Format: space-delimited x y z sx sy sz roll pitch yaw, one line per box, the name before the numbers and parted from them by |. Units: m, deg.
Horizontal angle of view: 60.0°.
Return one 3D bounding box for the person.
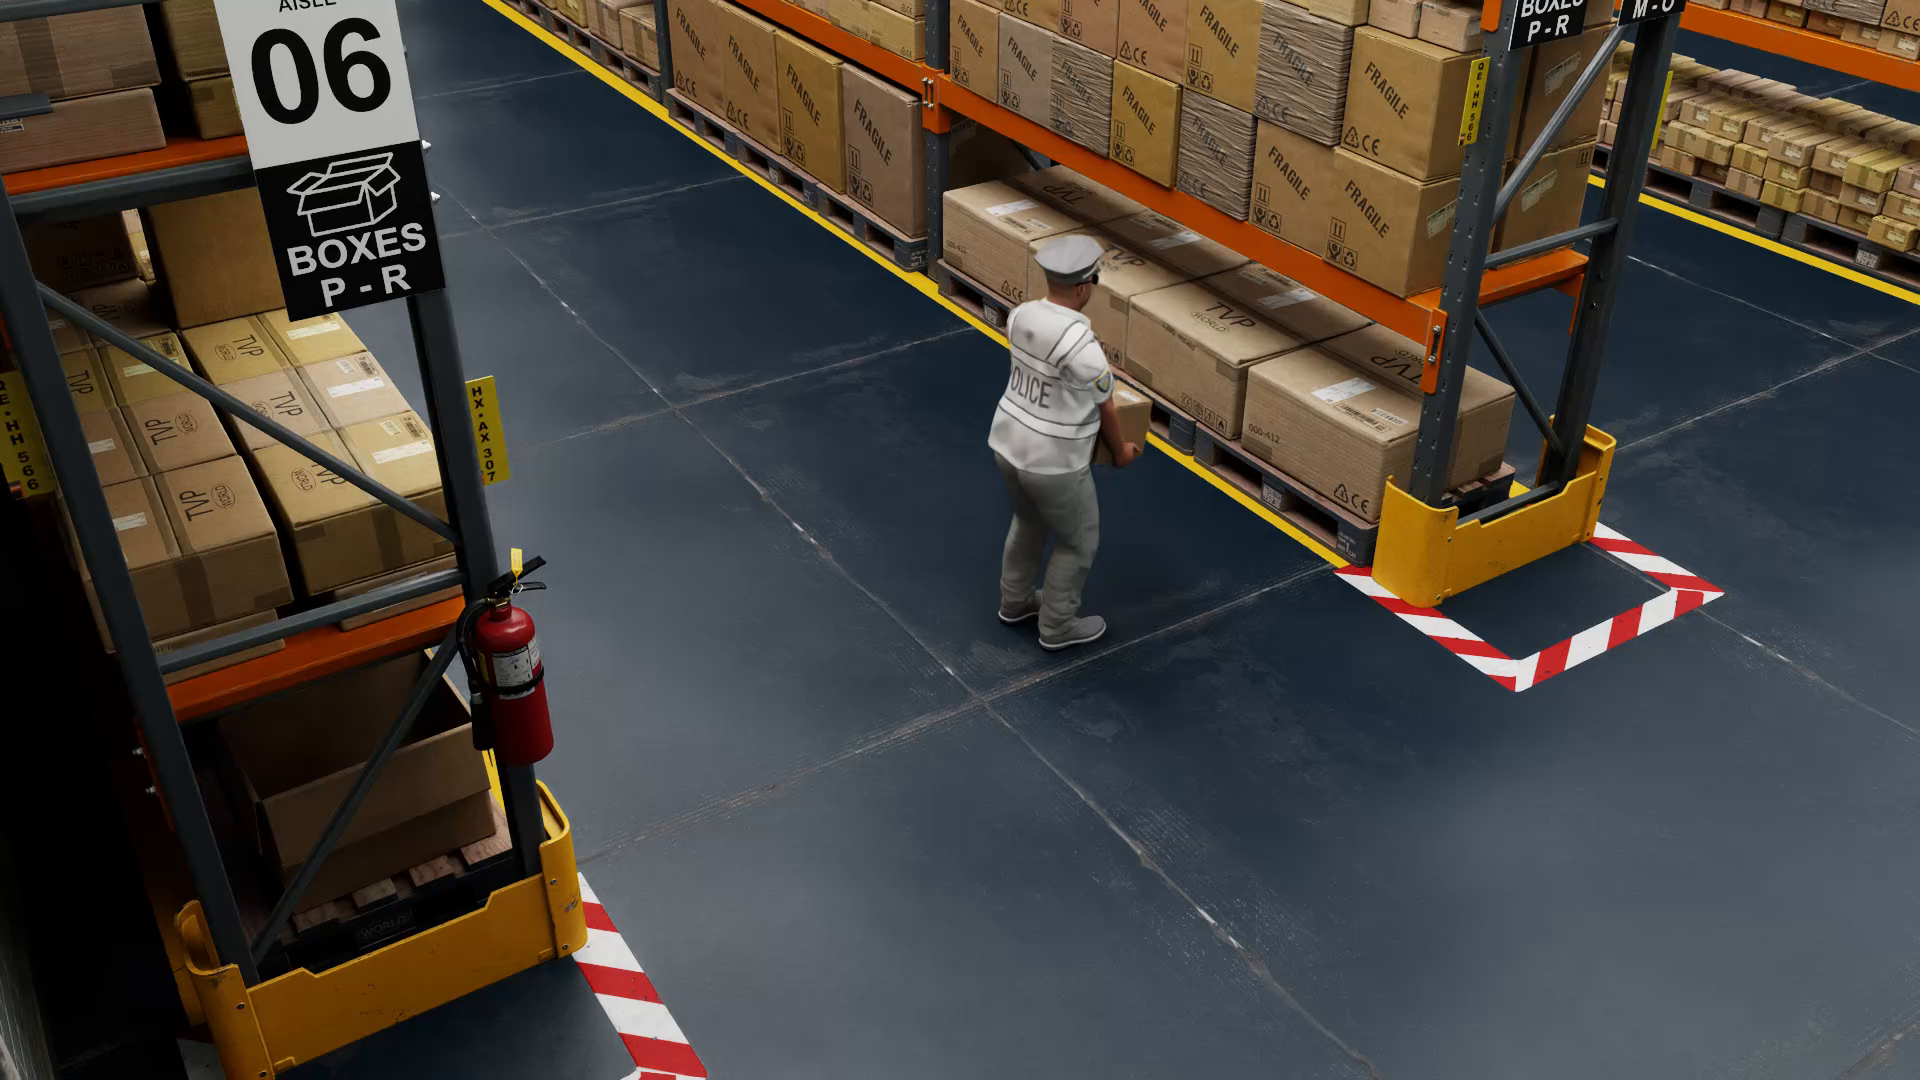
person | 0.409 -0.383 6.736 0.581 1.759 0.489 -20 37 -28
